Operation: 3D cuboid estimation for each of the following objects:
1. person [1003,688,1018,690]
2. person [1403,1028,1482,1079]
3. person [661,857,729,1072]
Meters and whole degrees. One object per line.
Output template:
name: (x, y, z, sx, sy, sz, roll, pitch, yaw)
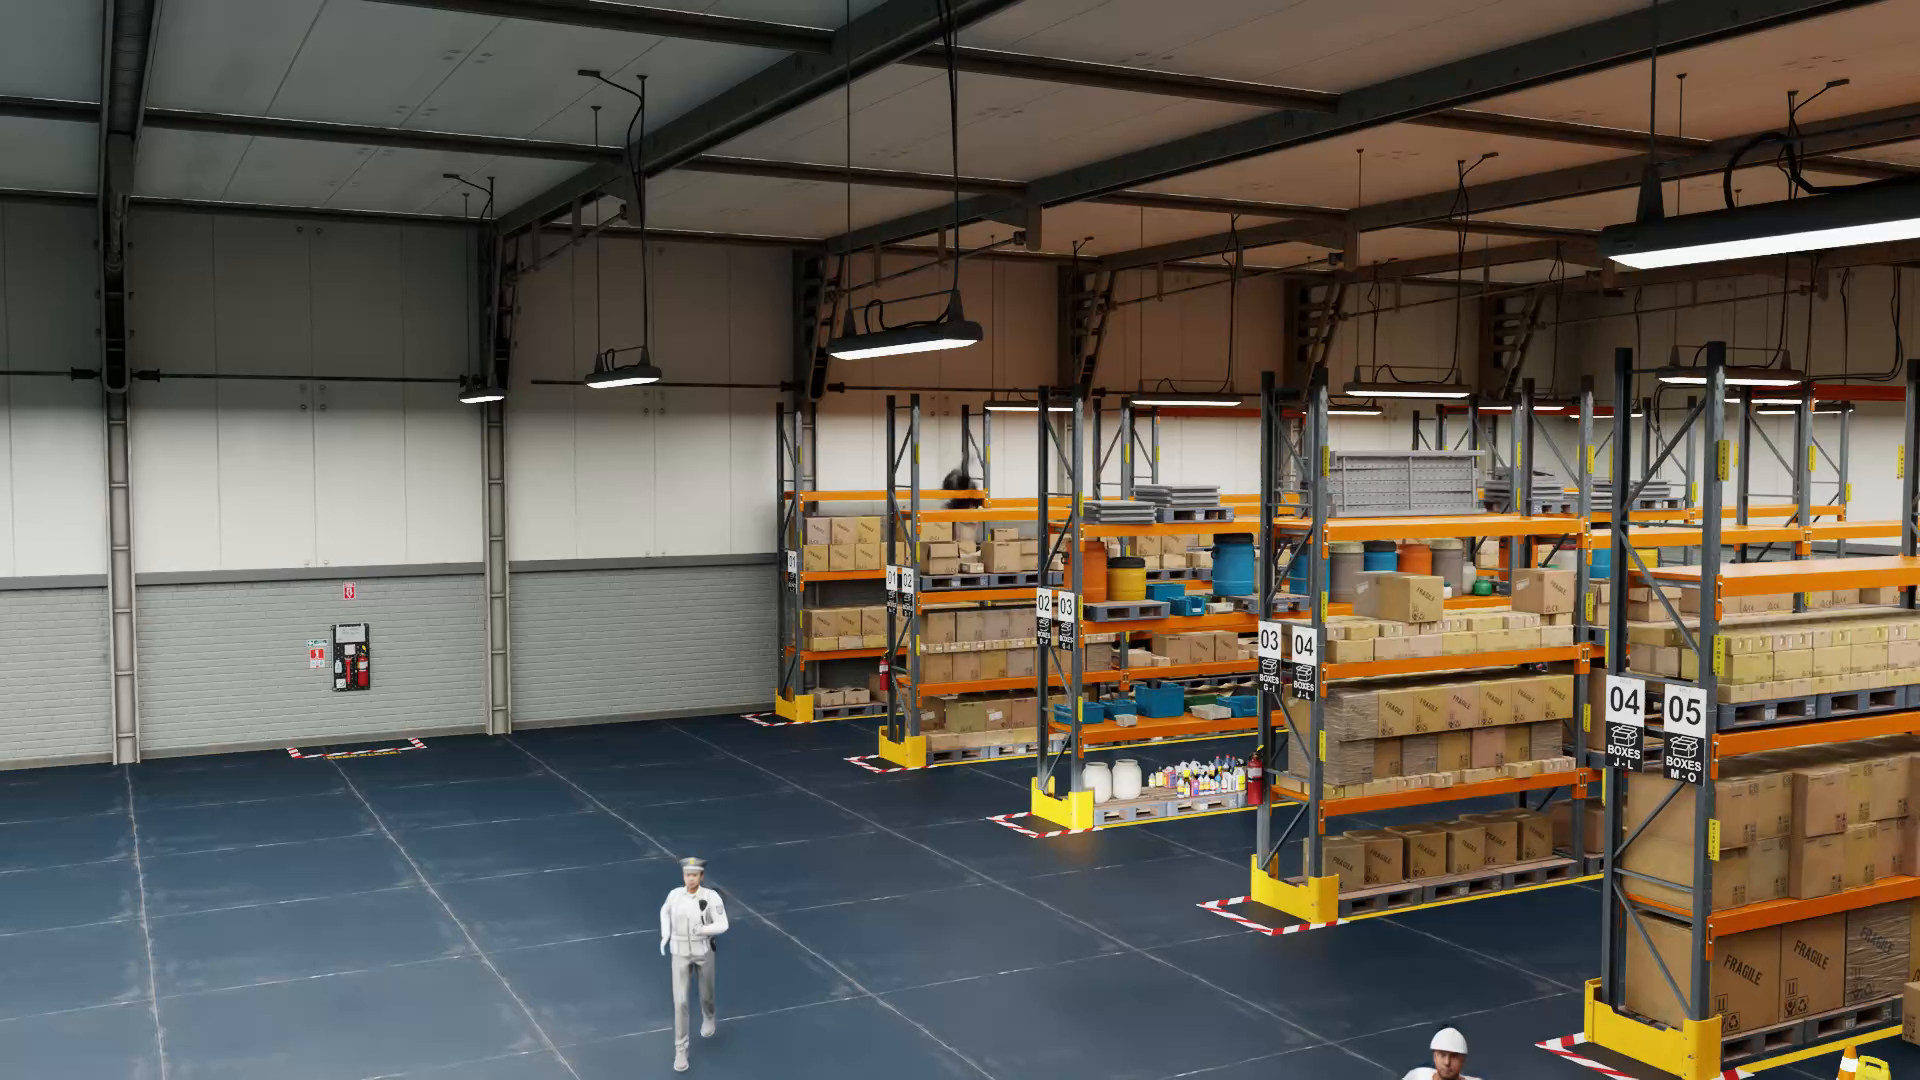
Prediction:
person: (0.916, 2.596, 29.875, 0.686, 1.781, 0.685, -2, 4, -36)
person: (2.826, 3.712, 9.659, 0.693, 1.763, 0.986, 1, 3, 21)
person: (-2.250, 3.499, 14.024, 0.610, 1.684, 0.904, 0, 3, -1)
